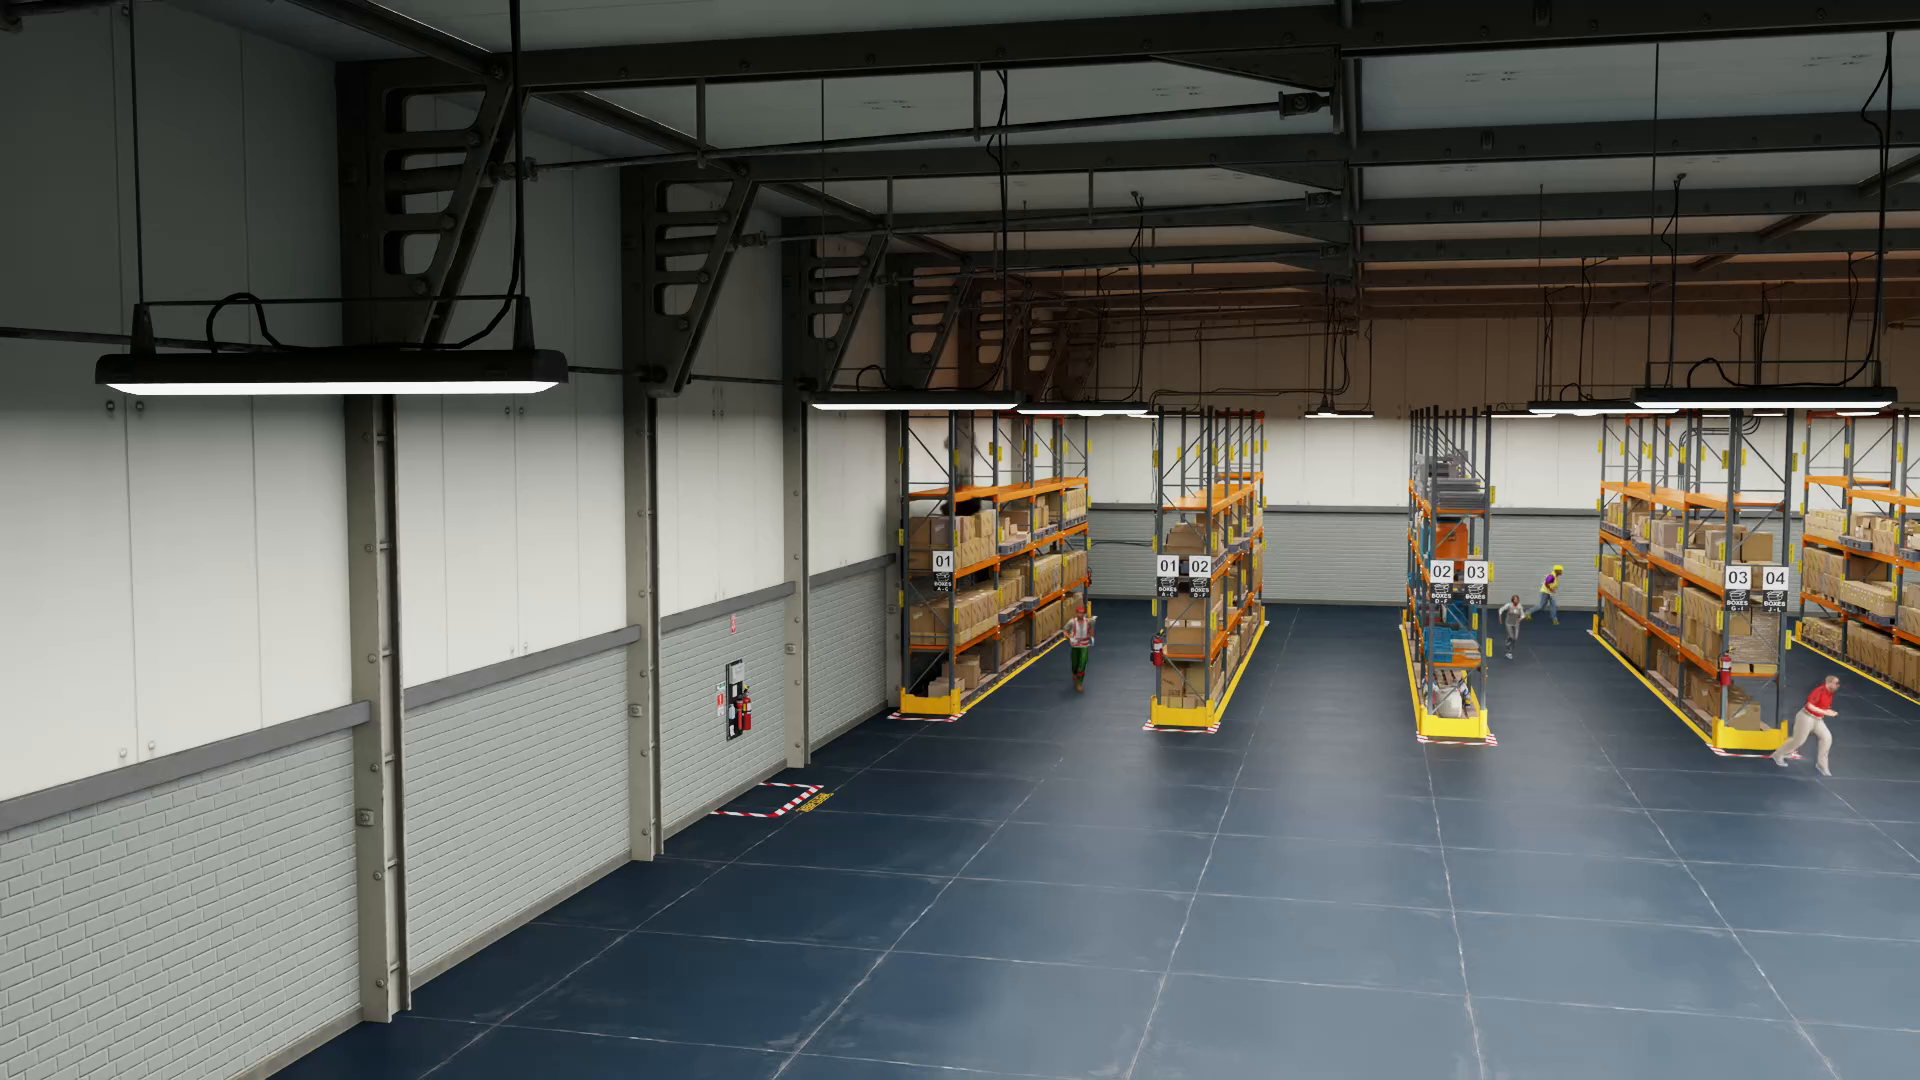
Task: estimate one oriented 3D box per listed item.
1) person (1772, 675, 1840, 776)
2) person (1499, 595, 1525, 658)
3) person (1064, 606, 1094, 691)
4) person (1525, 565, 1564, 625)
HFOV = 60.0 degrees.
[{"bbox_3d":[13.784,2.996,27.098,0.708,1.697,1.006,-4,5,-42],"label":"person"},{"bbox_3d":[13.315,2.087,40.081,0.573,1.549,0.612,0,4,6],"label":"person"},{"bbox_3d":[2.552,2.283,35.562,0.685,1.774,1.025,0,4,-4],"label":"person"},{"bbox_3d":[16.473,1.538,46.869,1.047,1.713,0.734,2,5,28],"label":"person"}]
